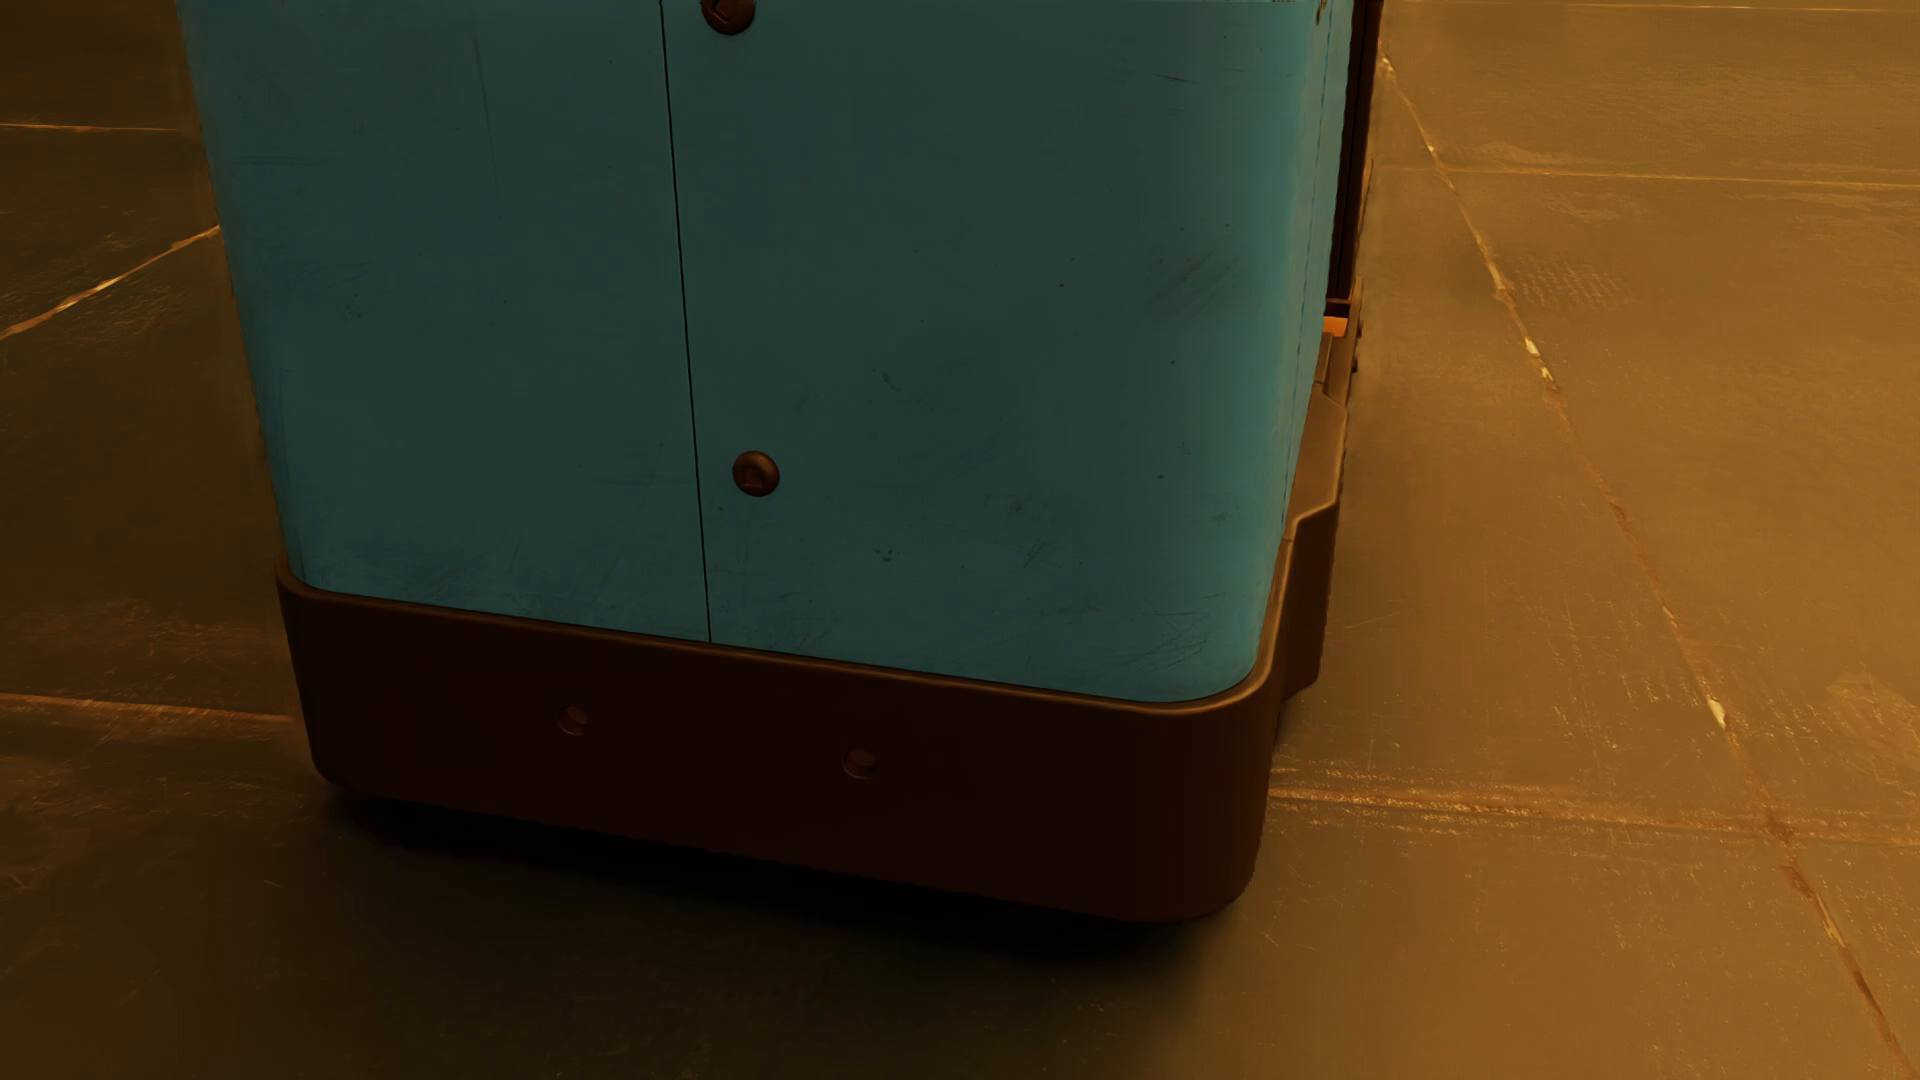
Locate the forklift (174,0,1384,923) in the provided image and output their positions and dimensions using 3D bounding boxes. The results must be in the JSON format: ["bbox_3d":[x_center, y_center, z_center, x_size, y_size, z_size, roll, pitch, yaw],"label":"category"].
[{"bbox_3d":[0.141,-1.581,2.385,1.130,2.935,3.031,7,27,13],"label":"forklift"}]
